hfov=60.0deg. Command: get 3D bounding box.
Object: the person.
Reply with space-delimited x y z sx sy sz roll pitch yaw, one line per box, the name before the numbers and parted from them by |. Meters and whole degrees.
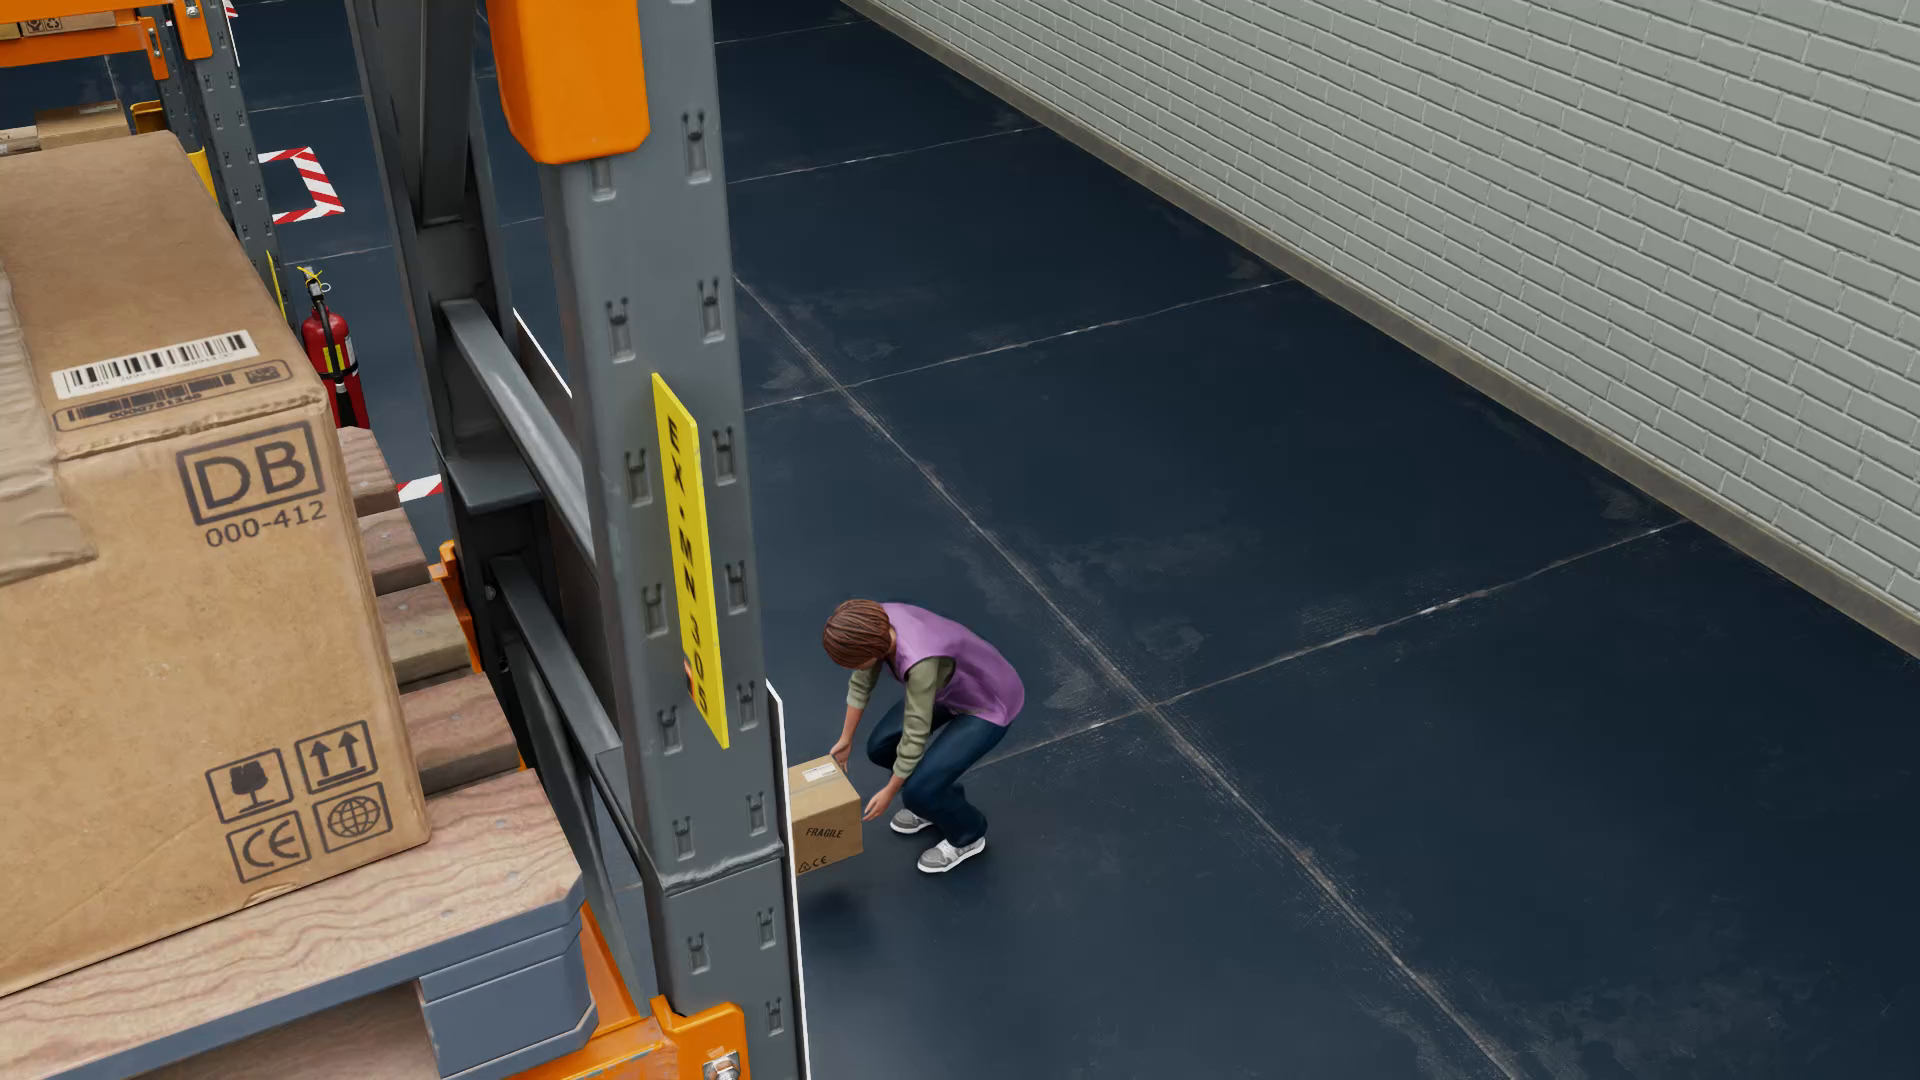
person | -0.111 0.629 5.610 0.721 1.148 0.464 -16 37 -22
